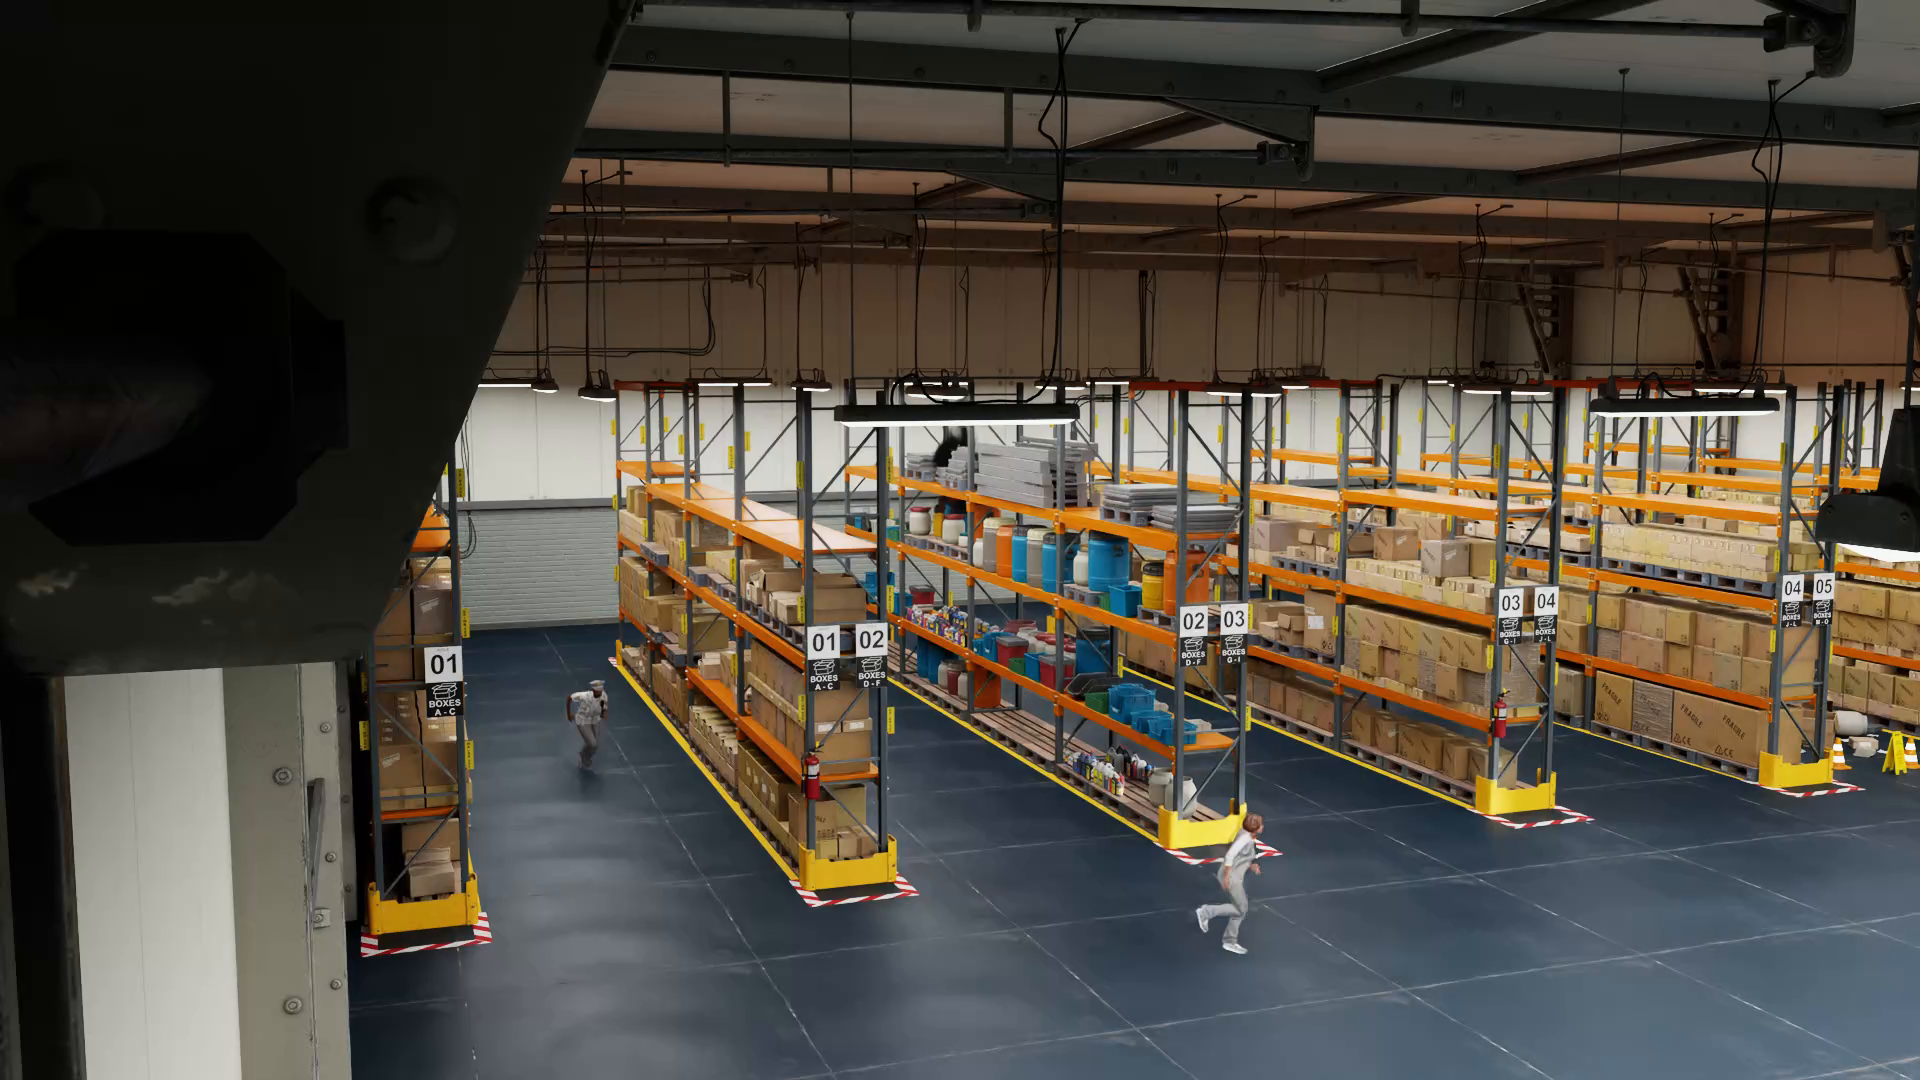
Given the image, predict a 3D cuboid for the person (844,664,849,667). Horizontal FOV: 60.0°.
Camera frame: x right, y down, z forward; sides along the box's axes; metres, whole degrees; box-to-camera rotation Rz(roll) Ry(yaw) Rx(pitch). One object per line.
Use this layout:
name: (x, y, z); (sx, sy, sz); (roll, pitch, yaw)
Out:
person: (-2.265, 1.760, 32.739); (0.660, 1.682, 0.599); (-2, 6, -14)

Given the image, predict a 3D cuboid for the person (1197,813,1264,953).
person: (2.918, 3.698, 17.961); (0.700, 1.539, 0.482); (0, 6, 4)

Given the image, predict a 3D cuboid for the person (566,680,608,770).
person: (-5.749, 2.877, 25.704); (0.601, 1.491, 0.852); (-5, 8, -39)
